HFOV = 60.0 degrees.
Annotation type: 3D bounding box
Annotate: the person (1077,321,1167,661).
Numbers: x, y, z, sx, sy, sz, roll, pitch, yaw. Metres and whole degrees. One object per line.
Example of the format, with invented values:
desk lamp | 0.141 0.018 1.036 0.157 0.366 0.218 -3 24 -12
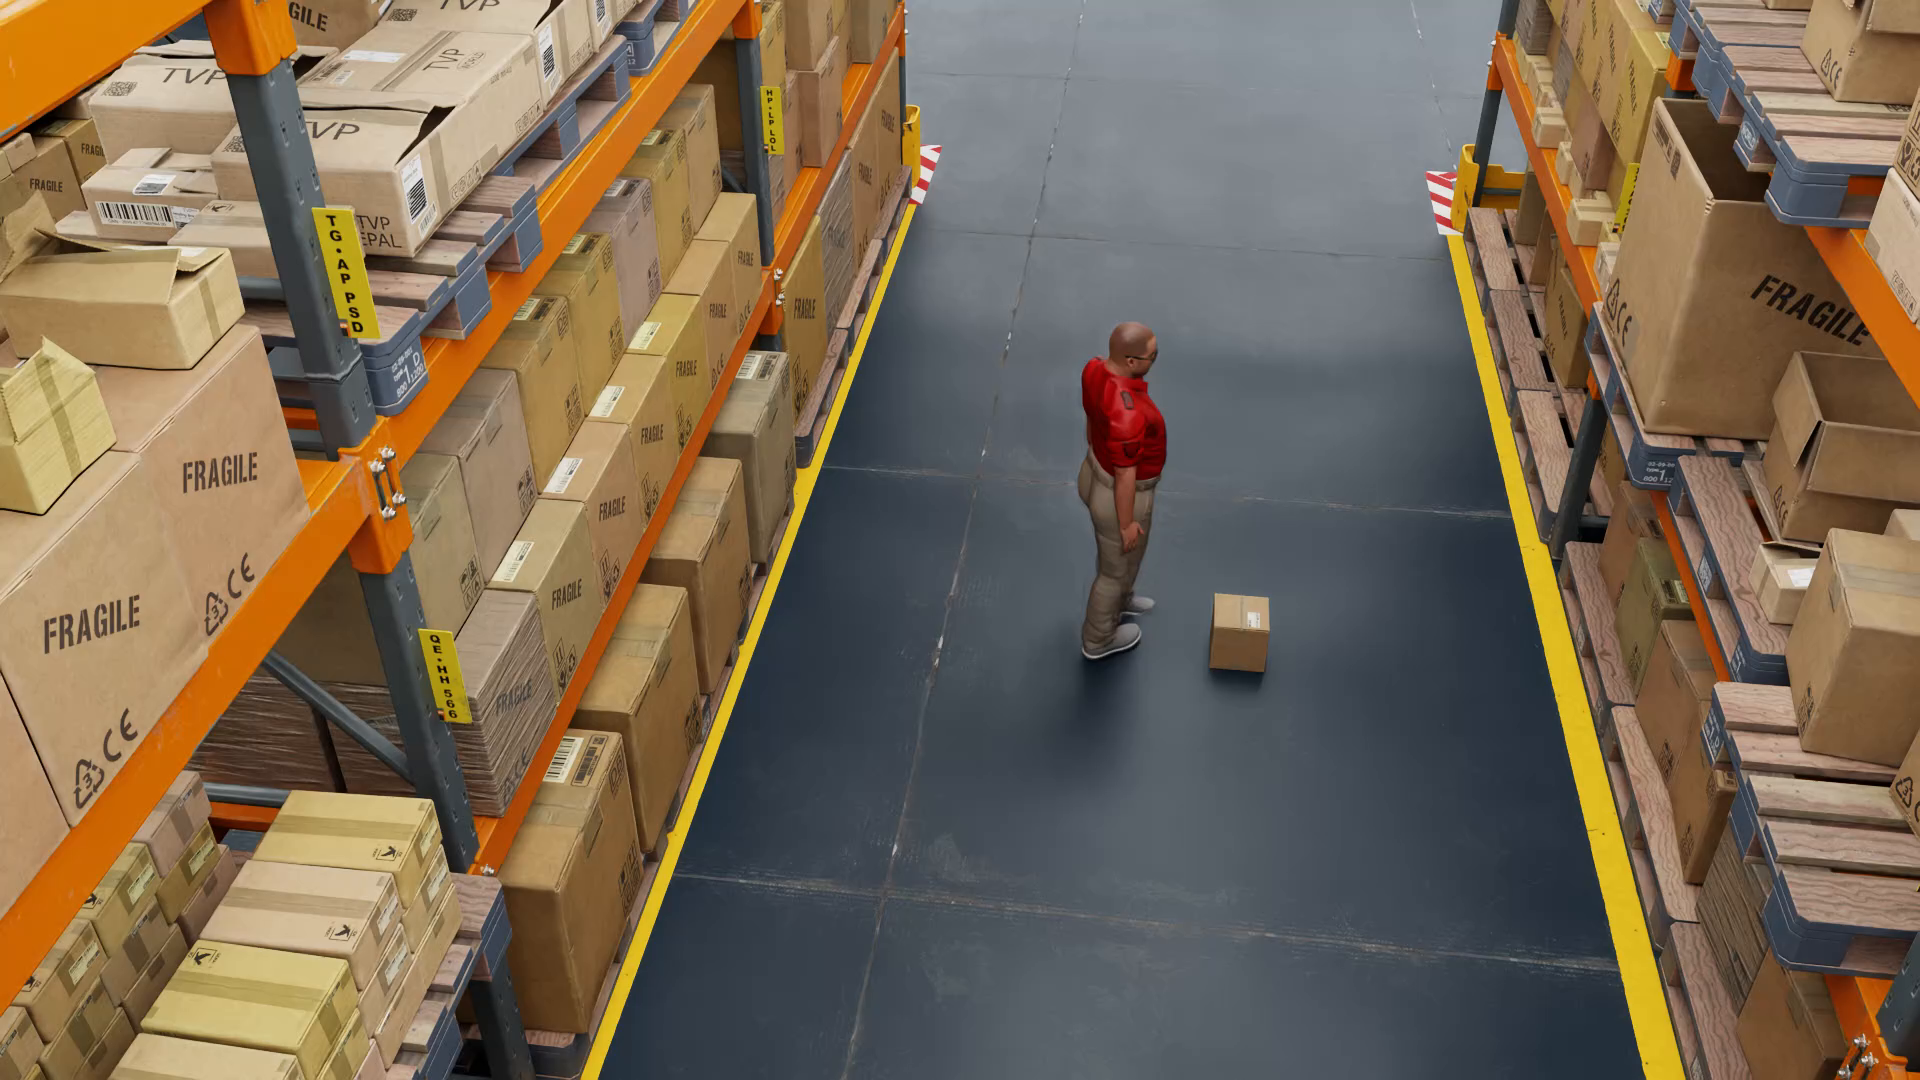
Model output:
person | 0.778 -0.213 7.374 0.495 1.766 0.578 -9 37 -13
